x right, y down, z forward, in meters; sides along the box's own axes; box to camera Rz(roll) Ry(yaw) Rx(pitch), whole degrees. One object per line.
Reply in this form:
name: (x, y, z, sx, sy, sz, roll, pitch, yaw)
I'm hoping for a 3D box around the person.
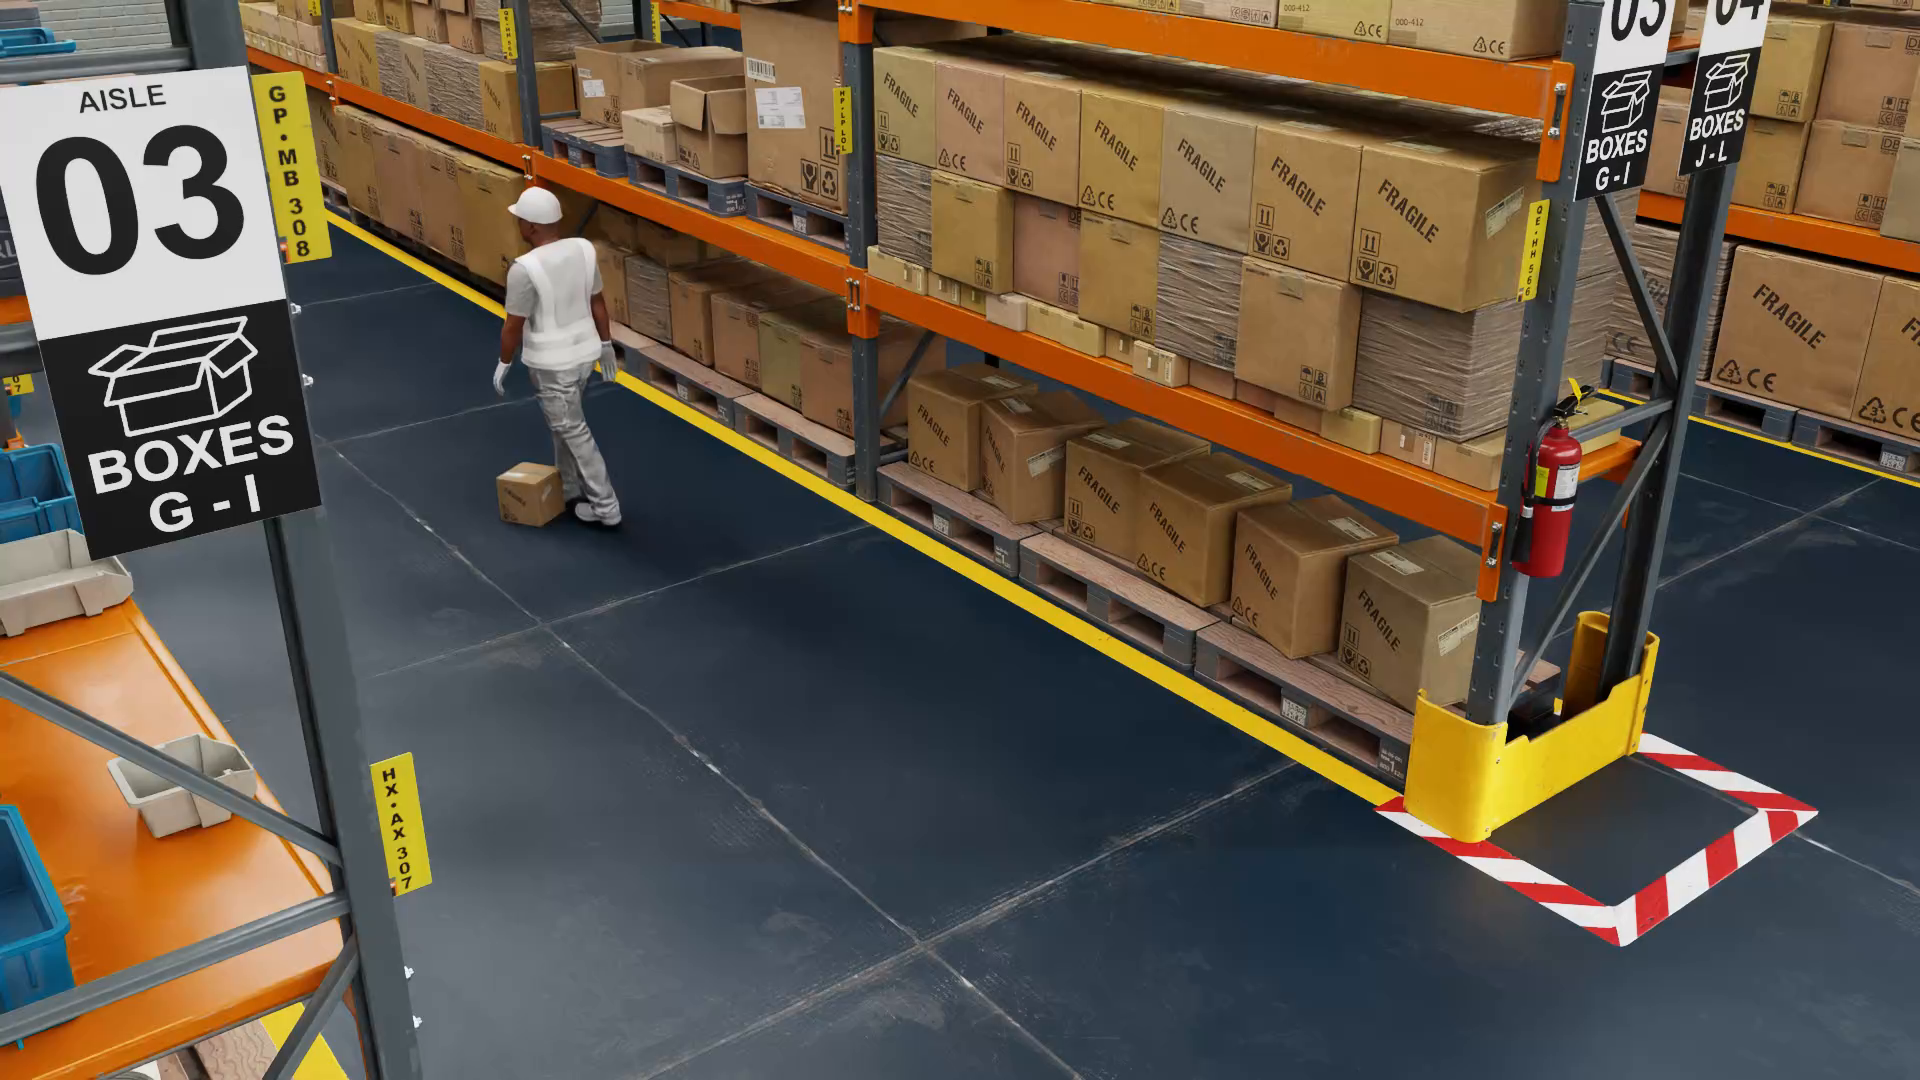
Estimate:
person: (-2.096, -0.905, 8.583, 0.649, 1.832, 0.592, 14, 28, 28)
